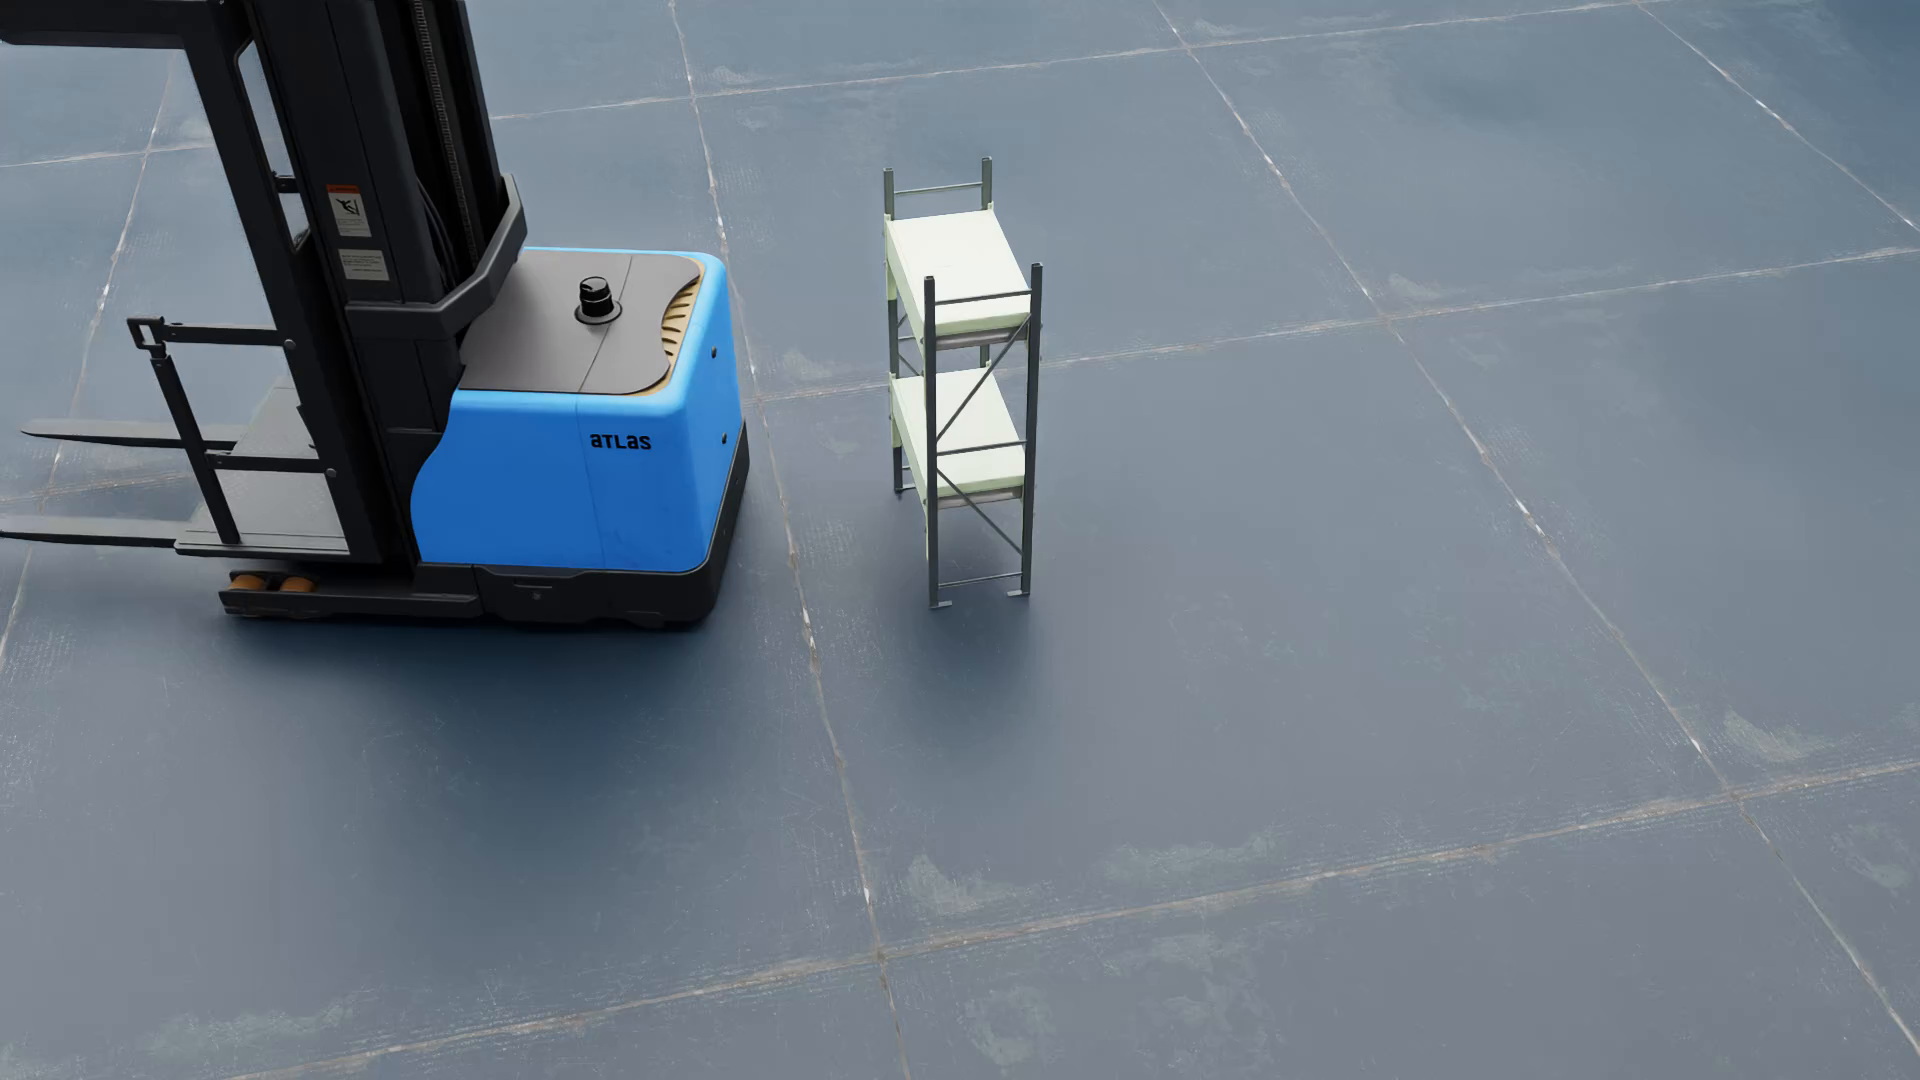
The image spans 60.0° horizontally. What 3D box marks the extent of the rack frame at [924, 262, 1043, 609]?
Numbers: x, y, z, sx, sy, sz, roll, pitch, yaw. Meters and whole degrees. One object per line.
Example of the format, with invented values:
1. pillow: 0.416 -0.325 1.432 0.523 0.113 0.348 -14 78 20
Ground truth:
1. rack frame: 0.078 -0.328 5.990 0.400 1.500 0.023 -8 42 -9

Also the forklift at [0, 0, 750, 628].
1. forklift: -2.422 -1.139 5.826 3.031 2.935 1.130 2 42 3

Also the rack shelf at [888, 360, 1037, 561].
1. rack shelf: -0.001 -0.321 6.473 0.431 0.370 0.720 -8 42 -9

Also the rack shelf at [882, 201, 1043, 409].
1. rack shelf: -0.001 -0.857 5.998 0.431 0.370 0.720 -8 42 -9

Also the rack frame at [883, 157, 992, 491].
1. rack frame: -0.080 -0.802 6.524 0.400 1.500 0.023 -8 42 -9

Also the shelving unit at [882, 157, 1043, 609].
1. shelving unit: -0.001 -0.565 6.257 0.431 1.500 0.755 -8 42 -9
